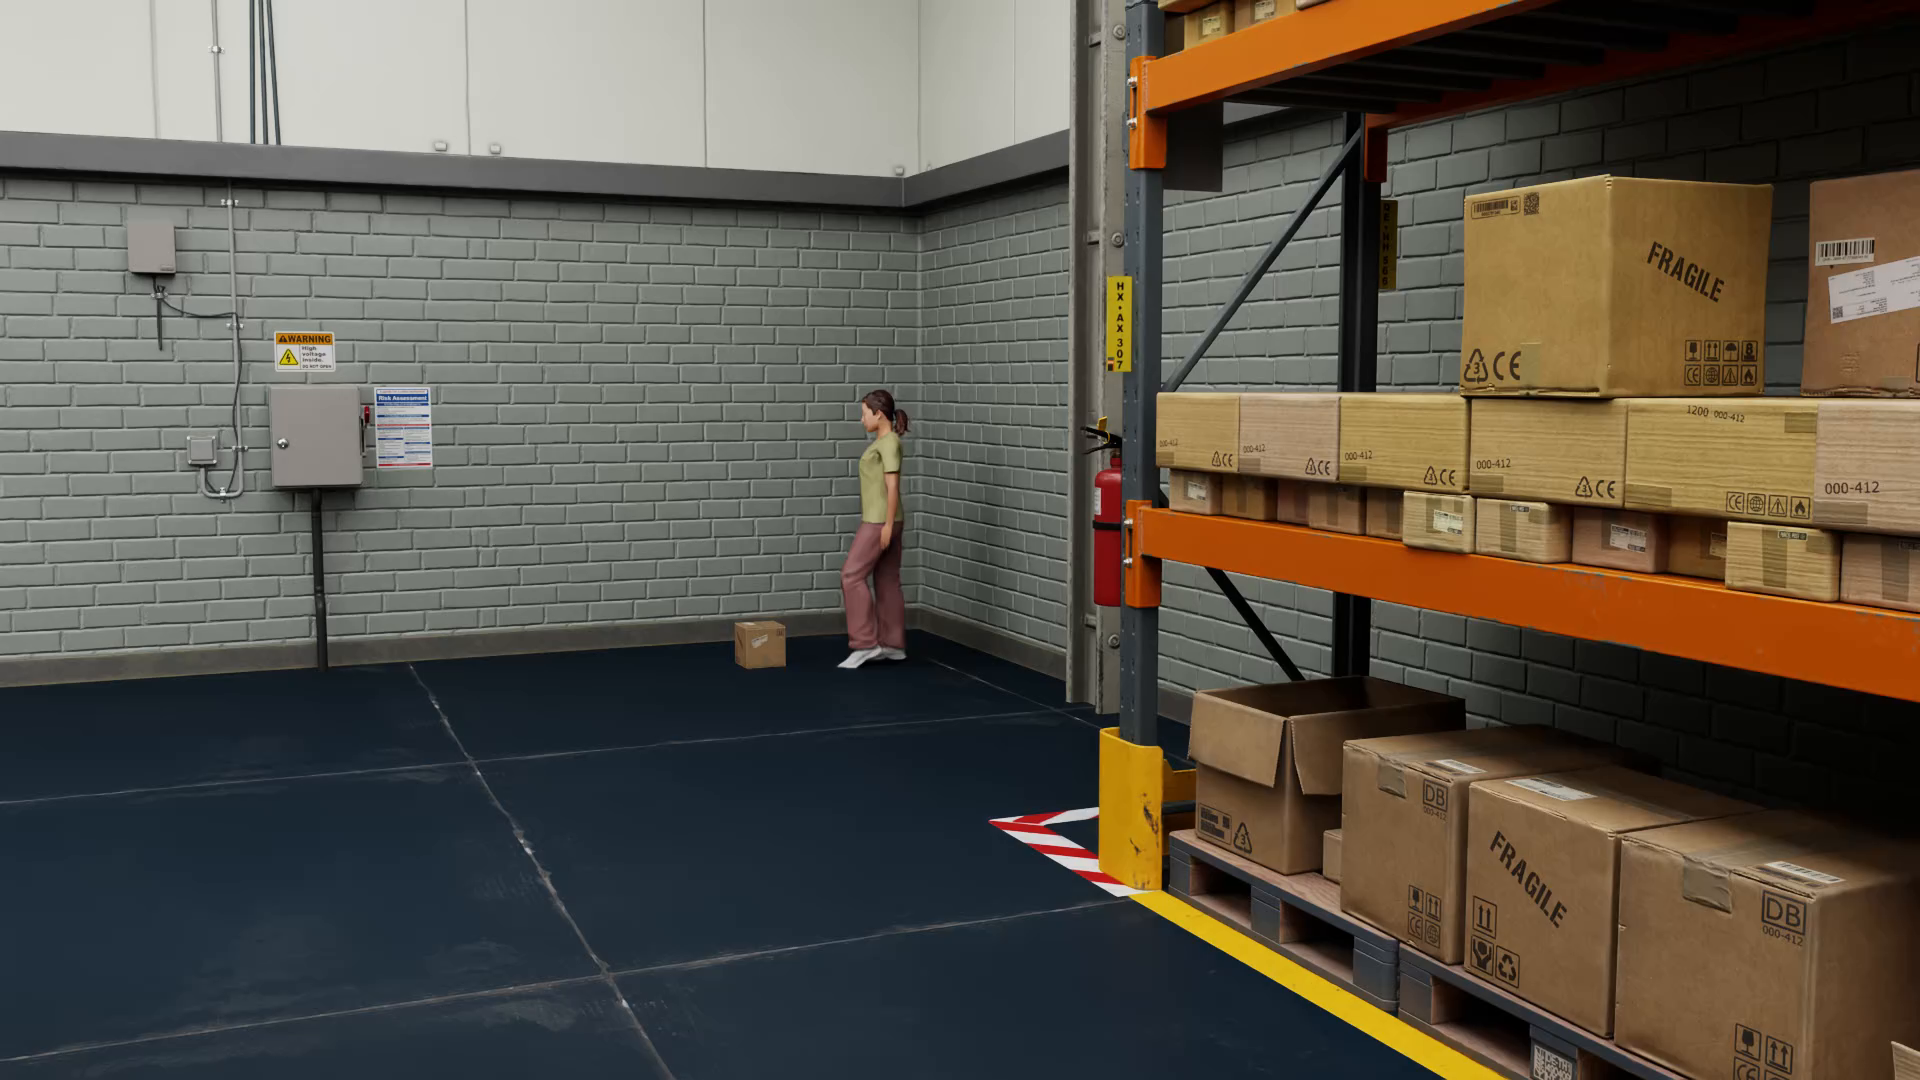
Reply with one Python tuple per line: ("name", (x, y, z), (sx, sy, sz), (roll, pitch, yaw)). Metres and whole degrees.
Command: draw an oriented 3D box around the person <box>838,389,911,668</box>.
("person", (-0.523, -0.065, 10.244), (0.446, 1.721, 0.457), (0, 5, 2))
